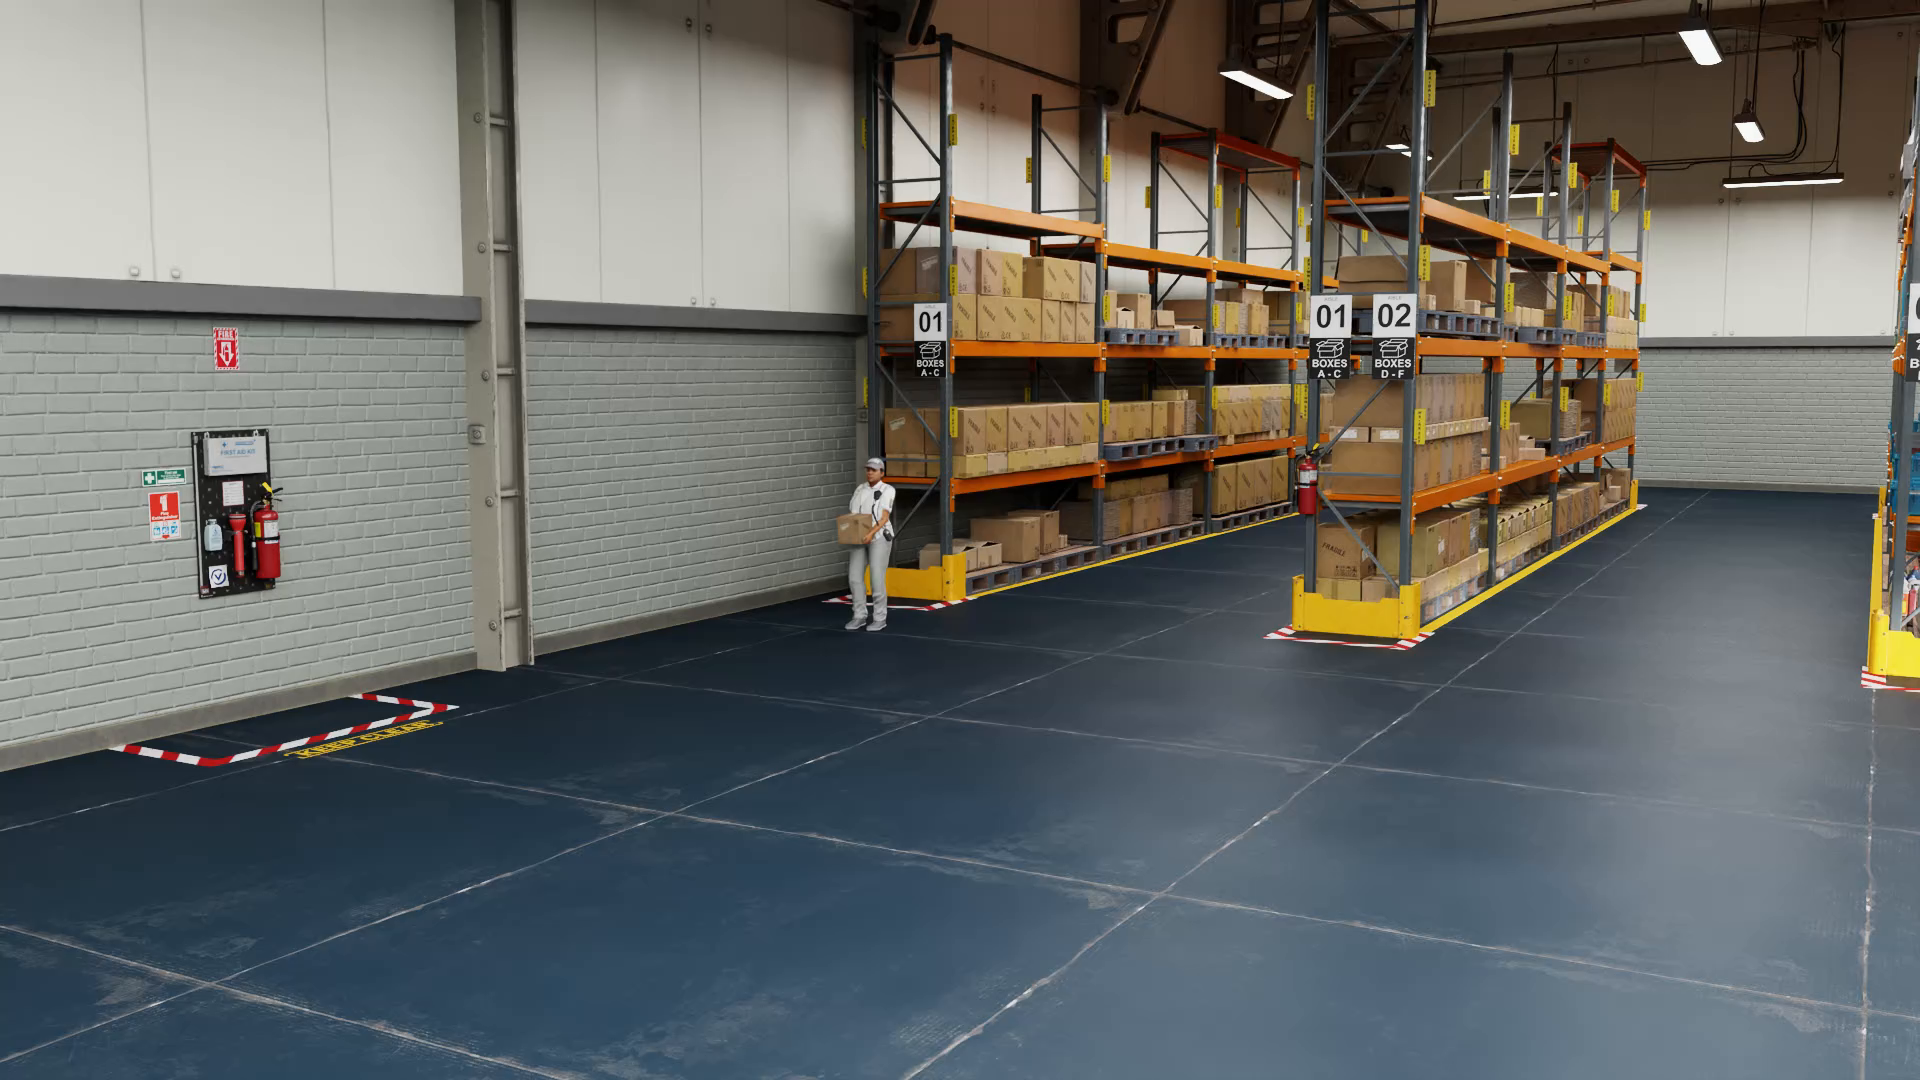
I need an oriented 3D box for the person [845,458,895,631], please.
[{"bbox_3d":[-0.896,0.038,16.049,0.453,1.653,0.541,3,7,29],"label":"person"}]
